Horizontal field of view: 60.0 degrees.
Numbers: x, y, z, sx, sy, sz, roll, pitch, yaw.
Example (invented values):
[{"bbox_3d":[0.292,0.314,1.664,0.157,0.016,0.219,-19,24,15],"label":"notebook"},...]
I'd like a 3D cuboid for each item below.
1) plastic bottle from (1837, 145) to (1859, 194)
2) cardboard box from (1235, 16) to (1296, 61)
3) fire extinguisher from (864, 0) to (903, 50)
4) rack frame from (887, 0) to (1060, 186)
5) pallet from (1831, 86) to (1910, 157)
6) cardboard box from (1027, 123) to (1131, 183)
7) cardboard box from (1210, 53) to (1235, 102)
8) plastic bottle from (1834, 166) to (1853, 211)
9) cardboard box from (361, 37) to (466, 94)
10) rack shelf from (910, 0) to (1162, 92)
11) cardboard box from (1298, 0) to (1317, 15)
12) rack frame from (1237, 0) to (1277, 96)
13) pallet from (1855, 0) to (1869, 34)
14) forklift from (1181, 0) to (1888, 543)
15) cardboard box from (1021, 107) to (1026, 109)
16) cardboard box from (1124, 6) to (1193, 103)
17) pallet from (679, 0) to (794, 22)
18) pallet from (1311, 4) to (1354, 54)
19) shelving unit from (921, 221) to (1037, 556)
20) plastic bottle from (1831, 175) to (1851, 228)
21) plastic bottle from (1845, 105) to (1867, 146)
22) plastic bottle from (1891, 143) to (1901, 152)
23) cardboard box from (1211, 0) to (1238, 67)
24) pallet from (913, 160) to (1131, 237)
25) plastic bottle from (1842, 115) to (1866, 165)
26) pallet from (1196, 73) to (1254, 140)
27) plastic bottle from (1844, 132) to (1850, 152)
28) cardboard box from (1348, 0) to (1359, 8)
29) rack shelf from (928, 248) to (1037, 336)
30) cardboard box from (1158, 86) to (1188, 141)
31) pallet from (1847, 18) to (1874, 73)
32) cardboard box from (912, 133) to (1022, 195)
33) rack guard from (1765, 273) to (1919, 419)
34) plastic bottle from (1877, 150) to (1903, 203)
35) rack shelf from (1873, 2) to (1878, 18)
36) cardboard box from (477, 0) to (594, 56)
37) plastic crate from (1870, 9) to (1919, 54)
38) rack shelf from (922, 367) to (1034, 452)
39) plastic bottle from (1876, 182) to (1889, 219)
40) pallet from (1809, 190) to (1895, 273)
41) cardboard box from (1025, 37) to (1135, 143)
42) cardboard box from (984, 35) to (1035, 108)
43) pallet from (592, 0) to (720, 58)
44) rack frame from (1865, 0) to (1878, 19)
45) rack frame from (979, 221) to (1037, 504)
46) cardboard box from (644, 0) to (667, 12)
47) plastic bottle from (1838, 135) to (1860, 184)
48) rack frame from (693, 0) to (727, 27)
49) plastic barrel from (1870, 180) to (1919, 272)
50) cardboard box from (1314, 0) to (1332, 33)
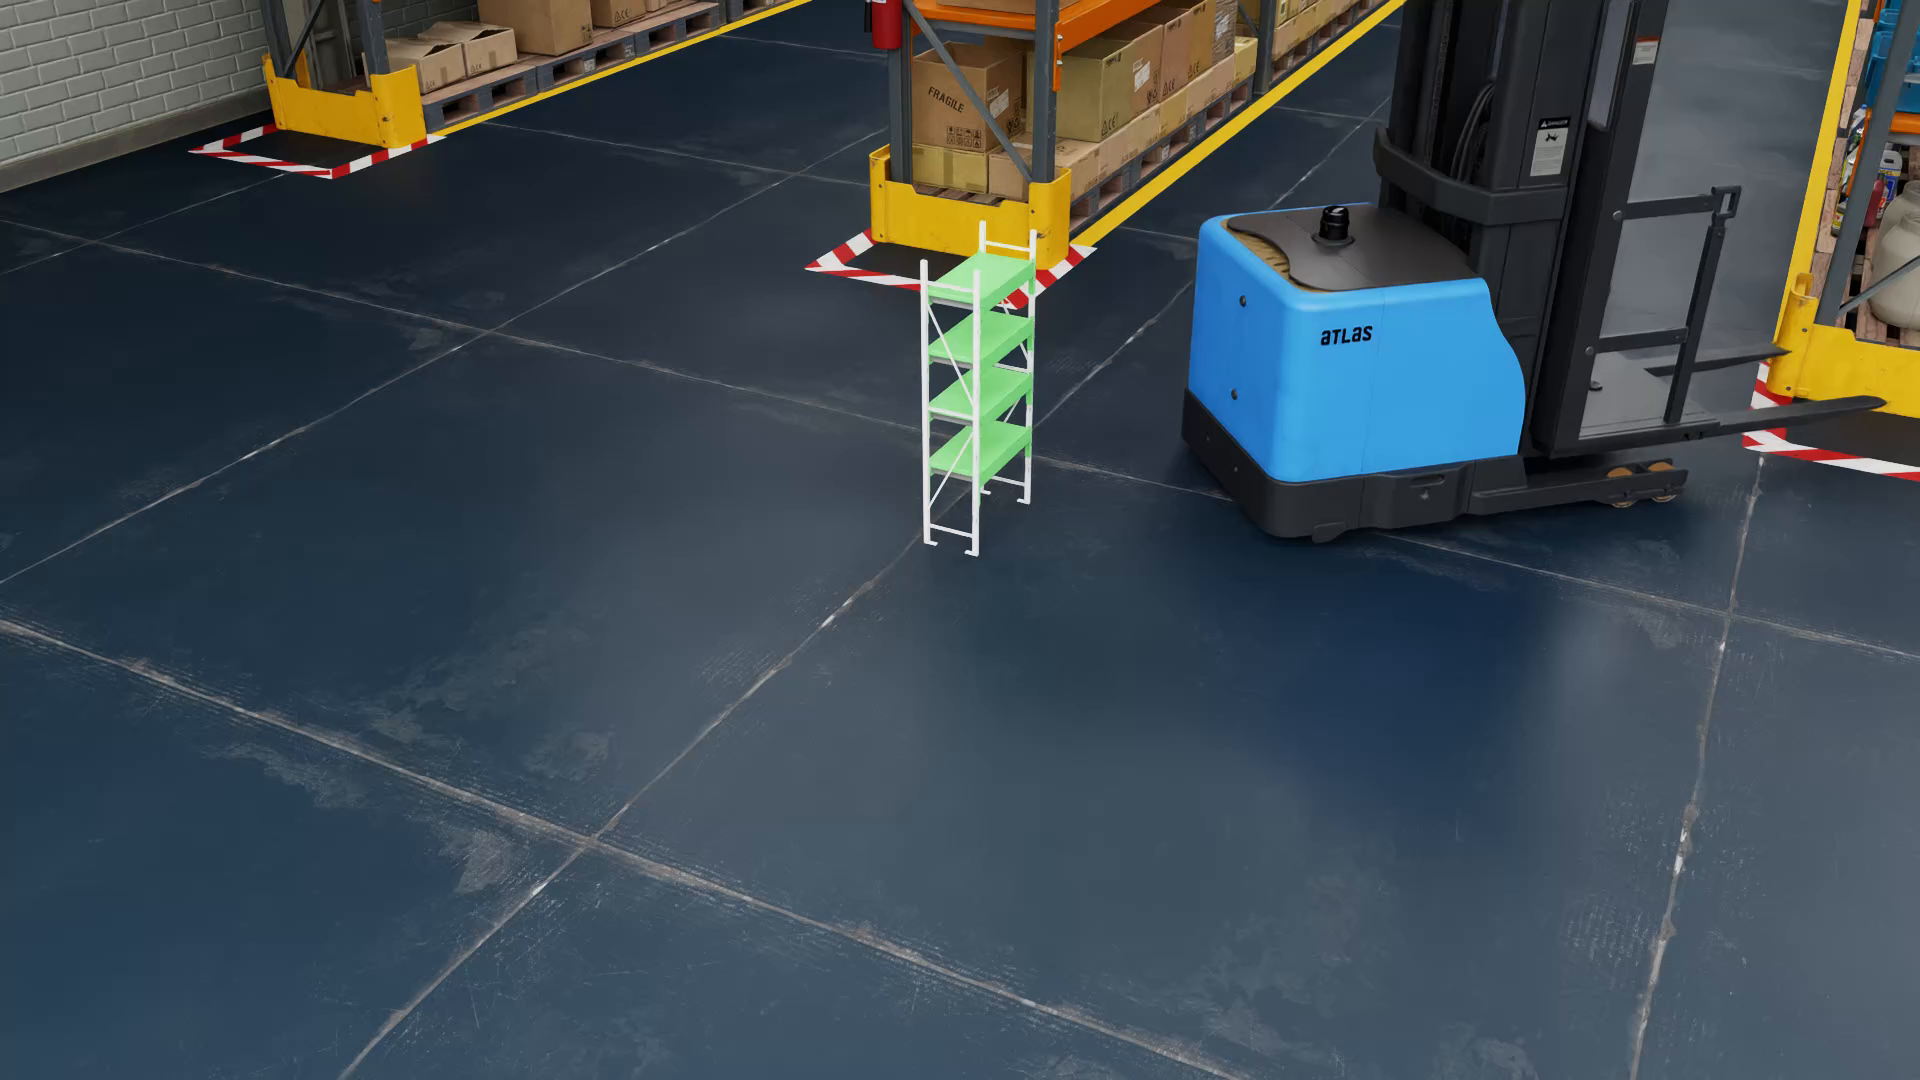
[{"bbox_3d":[5.275,-2.189,9.768,0.144,0.351,0.185,14,33,23],"label":"plastic bottle"},{"bbox_3d":[2.288,-3.920,12.904,0.500,0.250,0.500,13,33,22],"label":"cardboard box"},{"bbox_3d":[-0.406,-3.054,9.134,0.296,0.674,0.183,14,33,23],"label":"fire extinguisher"},{"bbox_3d":[0.062,-3.035,9.022,1.000,3.000,0.127,14,33,23],"label":"rack frame"},{"bbox_3d":[6.615,-2.830,11.467,1.003,0.211,1.213,14,33,23],"label":"pallet"},{"bbox_3d":[0.729,-2.434,10.316,0.500,0.250,0.500,14,33,23],"label":"cardboard box"},{"bbox_3d":[1.631,-3.323,11.864,0.500,0.250,0.500,14,33,23],"label":"cardboard box"},{"bbox_3d":[5.118,-2.000,9.513,0.152,0.276,0.135,13,32,22],"label":"plastic bottle"},{"bbox_3d":[-3.954,-3.468,12.035,0.500,0.311,0.500,11,32,18],"label":"cardboard box"},{"bbox_3d":[0.973,-3.609,10.745,1.077,0.370,4.000,14,33,23],"label":"rack shelf"},{"bbox_3d":[2.527,-4.388,13.156,0.500,0.311,0.500,14,33,23],"label":"cardboard box"},{"bbox_3d":[1.884,-4.808,12.110,1.000,3.000,0.127,14,33,23],"label":"rack frame"},{"bbox_3d":[8.436,-4.606,14.558,1.003,0.211,1.213,14,33,23],"label":"pallet"},{"bbox_3d":[2.561,-1.651,6.683,3.031,2.935,1.130,-8,31,-13],"label":"forklift"},{"bbox_3d":[0.486,-2.776,10.911,0.500,0.250,0.500,14,33,23],"label":"cardboard box"},{"bbox_3d":[1.190,-3.201,10.899,0.500,0.500,0.500,14,33,23],"label":"cardboard box"},{"bbox_3d":[-2.174,-5.066,15.360,1.003,0.211,1.213,14,33,23],"label":"pallet"},{"bbox_3d":[2.739,-4.477,14.334,1.003,0.211,1.213,14,33,23],"label":"pallet"},{"bbox_3d":[0.075,-0.594,6.579,0.258,1.200,0.503,14,33,23],"label":"shelving unit"},{"bbox_3d":[4.953,-1.892,9.318,0.061,0.283,0.133,15,33,24],"label":"plastic bottle"},{"bbox_3d":[5.756,-2.648,10.648,0.097,0.271,0.097,0,30,0],"label":"plastic bottle"},{"bbox_3d":[5.683,-2.428,10.185,0.144,0.351,0.185,14,33,23],"label":"plastic bottle"},{"bbox_3d":[1.629,-3.649,11.678,0.500,0.500,0.500,14,33,23],"label":"cardboard box"},{"bbox_3d":[0.373,-2.174,10.324,1.003,0.211,1.213,14,33,23],"label":"pallet"},{"bbox_3d":[5.555,-2.461,10.241,0.144,0.351,0.185,15,33,25],"label":"plastic bottle"},{"bbox_3d":[1.484,-3.256,12.207,1.003,0.211,1.213,14,33,23],"label":"pallet"},{"bbox_3d":[5.664,-2.528,10.508,0.097,0.201,0.097,0,30,0],"label":"plastic bottle"},{"bbox_3d":[3.220,-4.831,14.489,0.500,0.250,0.500,15,33,24],"label":"cardboard box"},{"bbox_3d":[0.075,-0.955,6.372,0.258,0.148,0.480,14,33,23],"label":"rack shelf"},{"bbox_3d":[1.189,-2.876,11.086,0.500,0.250,0.500,14,33,23],"label":"cardboard box"},{"bbox_3d":[7.727,-3.912,13.350,1.003,0.211,1.213,14,33,23],"label":"pallet"},{"bbox_3d":[0.043,-2.329,10.133,0.500,0.250,0.500,14,33,23],"label":"cardboard box"},{"bbox_3d":[4.462,-0.870,7.762,1.175,0.500,0.348,14,33,23],"label":"rack guard"},{"bbox_3d":[5.418,-2.134,9.747,0.152,0.276,0.135,14,33,23],"label":"plastic bottle"},{"bbox_3d":[7.203,-4.257,11.874,1.077,0.370,4.000,14,33,23],"label":"rack shelf"},{"bbox_3d":[-3.316,-4.116,12.975,0.700,0.500,0.500,12,32,20],"label":"cardboard box"},{"bbox_3d":[4.732,-2.421,8.103,0.499,0.251,0.408,14,33,23],"label":"plastic crate"},{"bbox_3d":[0.075,-0.538,6.611,0.258,0.148,0.480,14,33,23],"label":"rack shelf"},{"bbox_3d":[5.238,-1.947,9.497,0.097,0.201,0.097,0,30,0],"label":"plastic bottle"},{"bbox_3d":[5.394,-1.642,9.398,1.003,0.211,1.213,14,33,23],"label":"pallet"},{"bbox_3d":[0.730,-2.759,10.129,0.500,0.500,0.500,14,33,23],"label":"cardboard box"},{"bbox_3d":[0.484,-3.101,10.725,0.500,0.500,0.500,14,33,23],"label":"cardboard box"},{"bbox_3d":[-2.802,-4.415,14.226,1.003,0.211,1.213,14,33,23],"label":"pallet"},{"bbox_3d":[8.114,-5.456,13.239,1.000,3.000,0.127,14,33,23],"label":"rack frame"},{"bbox_3d":[0.187,-0.702,6.767,0.240,1.200,0.015,14,33,23],"label":"rack frame"},{"bbox_3d":[-2.745,-4.648,14.235,0.380,0.166,0.250,10,31,17],"label":"cardboard box"},{"bbox_3d":[5.356,-2.284,10.002,0.061,0.283,0.133,16,33,25],"label":"plastic bottle"},{"bbox_3d":[-2.528,-5.930,14.064,1.000,3.000,0.127,14,33,23],"label":"rack frame"},{"bbox_3d":[4.930,-1.544,8.503,0.421,0.512,0.421,0,30,0],"label":"plastic barrel"},{"bbox_3d":[2.756,-4.377,13.699,0.500,0.250,0.500,13,32,22],"label":"cardboard box"}]
